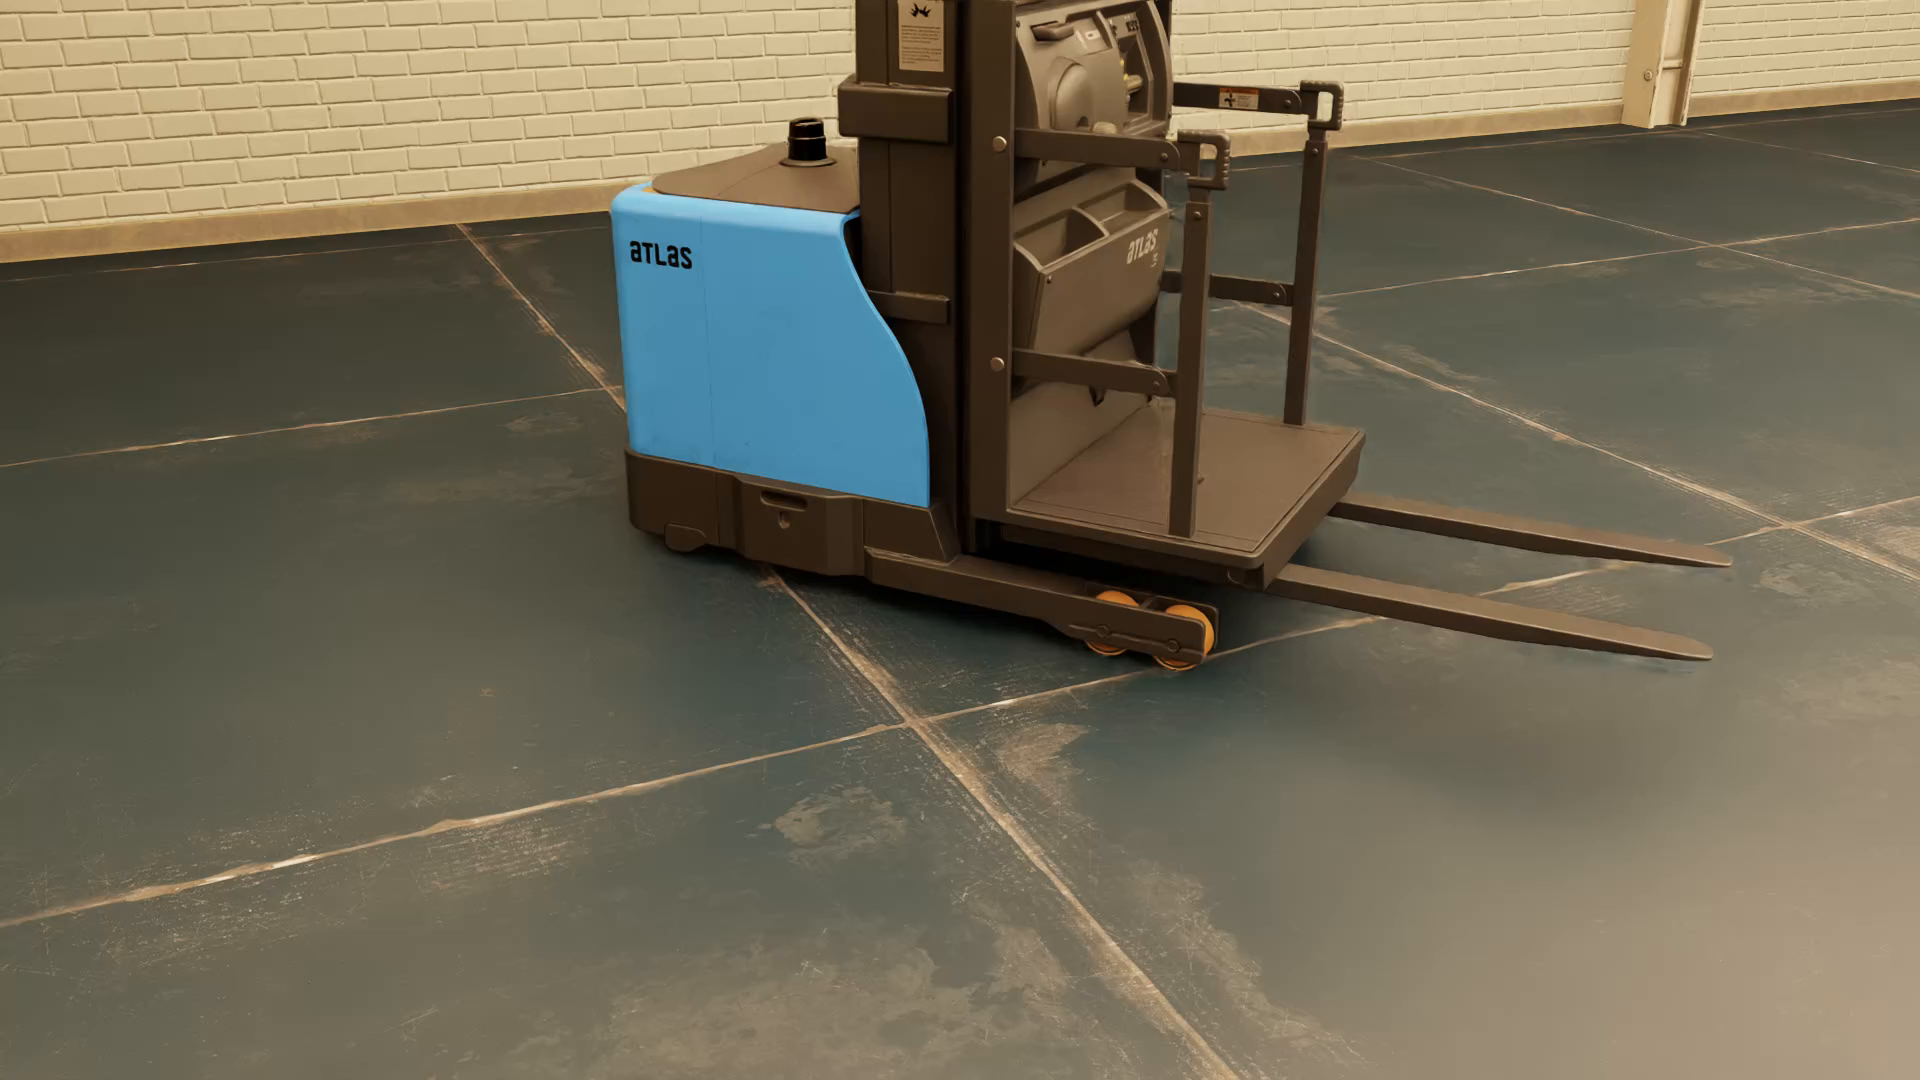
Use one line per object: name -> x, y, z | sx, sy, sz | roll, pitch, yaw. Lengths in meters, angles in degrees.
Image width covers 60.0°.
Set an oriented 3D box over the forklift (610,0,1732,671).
forklift -> 0.546, -1.249, 4.292 | 3.031, 2.935, 1.130 | 11, 25, 25
